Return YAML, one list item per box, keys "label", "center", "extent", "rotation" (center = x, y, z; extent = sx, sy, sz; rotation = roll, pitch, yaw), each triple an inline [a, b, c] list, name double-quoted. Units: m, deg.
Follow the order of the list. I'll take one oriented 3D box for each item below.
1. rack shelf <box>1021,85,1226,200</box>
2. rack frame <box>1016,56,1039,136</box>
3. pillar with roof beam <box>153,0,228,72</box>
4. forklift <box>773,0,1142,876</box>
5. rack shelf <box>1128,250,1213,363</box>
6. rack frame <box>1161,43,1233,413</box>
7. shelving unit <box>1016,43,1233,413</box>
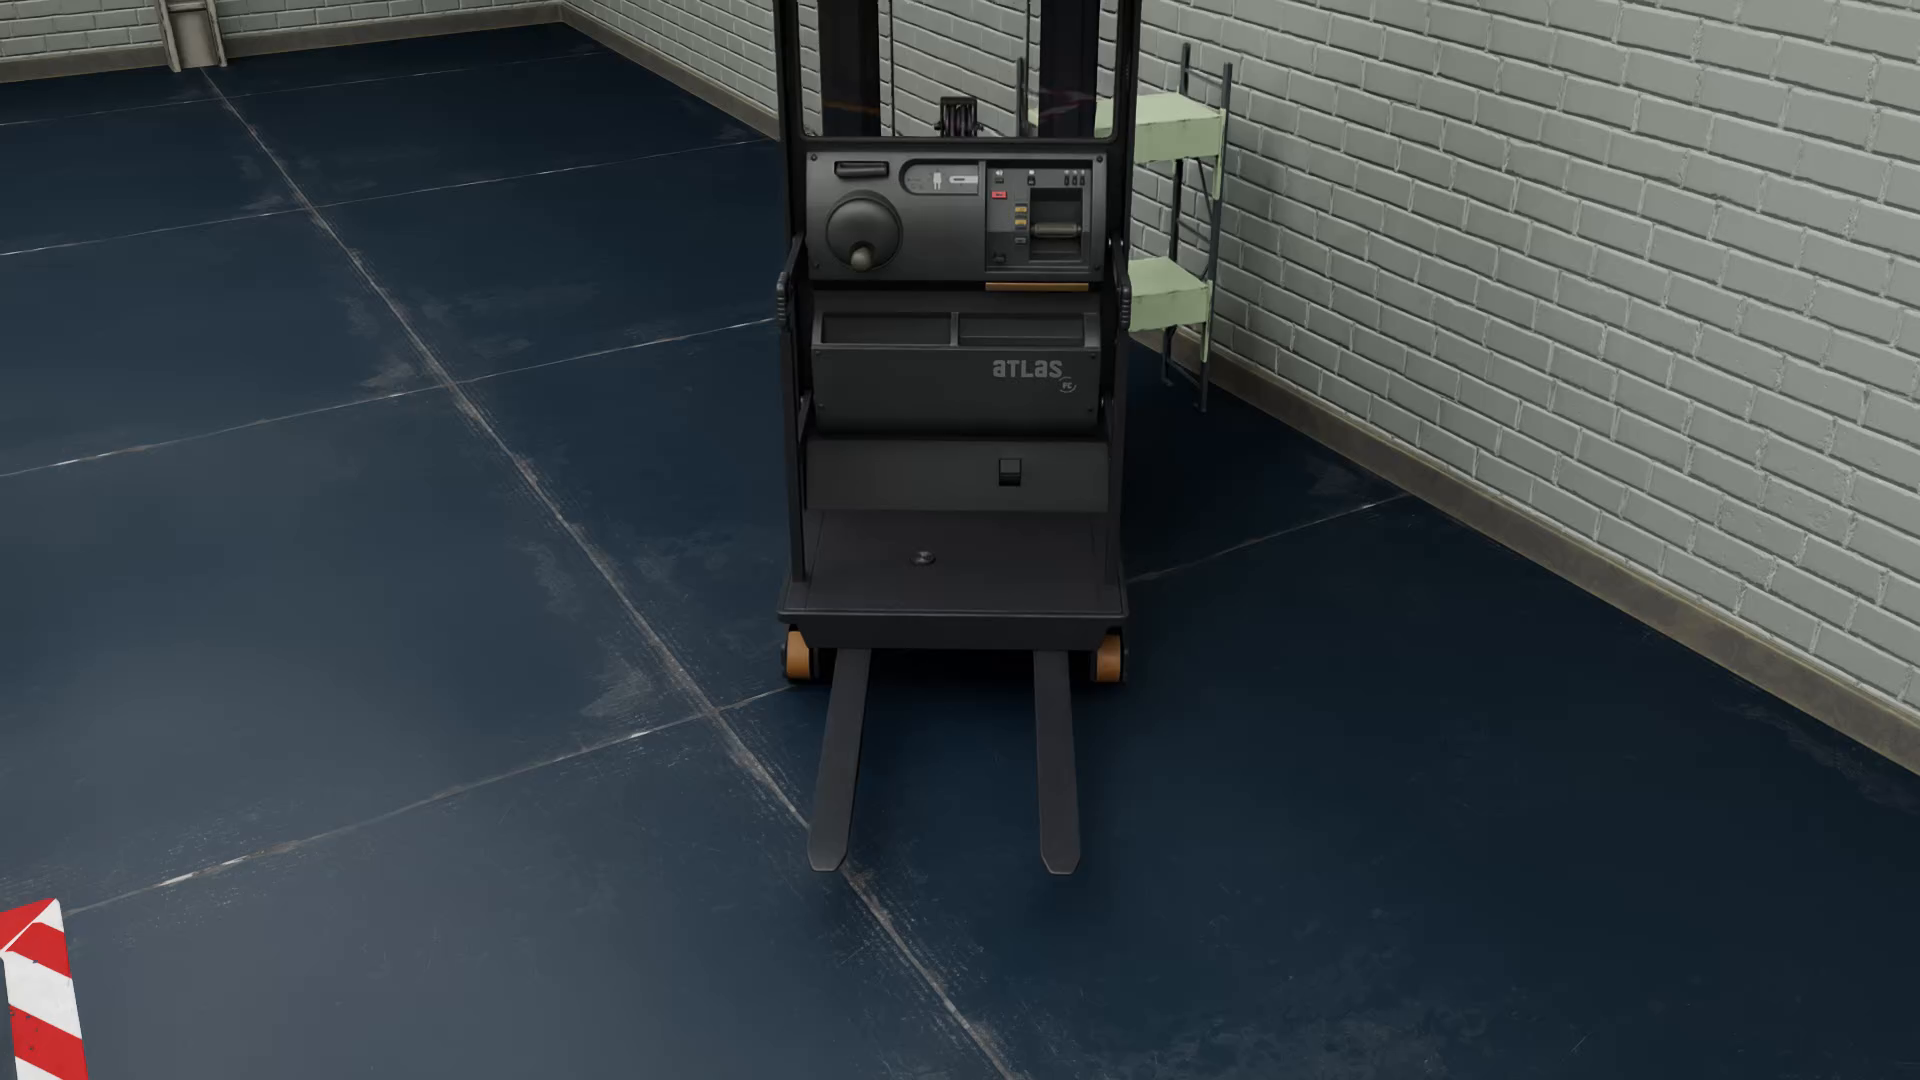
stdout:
- label: "rack shelf"
  center: [0.651, -1.586, 6.764]
  extent: [0.720, 0.370, 0.431]
  rotation: [-10, 30, -17]
- label: "rack frame"
  center: [0.307, -1.185, 6.844]
  extent: [0.023, 1.500, 0.400]
  rotation: [-10, 30, -17]
- label: "pillar with roof beam"
  center: [-3.757, -5.848, 7.533]
  extent: [0.400, 9.000, 9.100]
  rotation: [-16, 33, -26]
- label: "forklift"
  center: [-0.013, -0.970, 4.975]
  extent: [1.130, 2.935, 3.031]
  rotation: [1, 29, 1]
- label: "rack shelf"
  center: [0.651, -0.959, 7.111]
  extent: [0.720, 0.370, 0.431]
  rotation: [-10, 30, -17]
- label: "rack frame"
  center: [0.995, -1.305, 7.062]
  extent: [0.023, 1.500, 0.400]
  rotation: [-10, 30, -17]
- label: "shelving unit"
  center: [0.651, -1.245, 6.953]
  extent: [0.755, 1.500, 0.431]
  rotation: [-10, 30, -17]
